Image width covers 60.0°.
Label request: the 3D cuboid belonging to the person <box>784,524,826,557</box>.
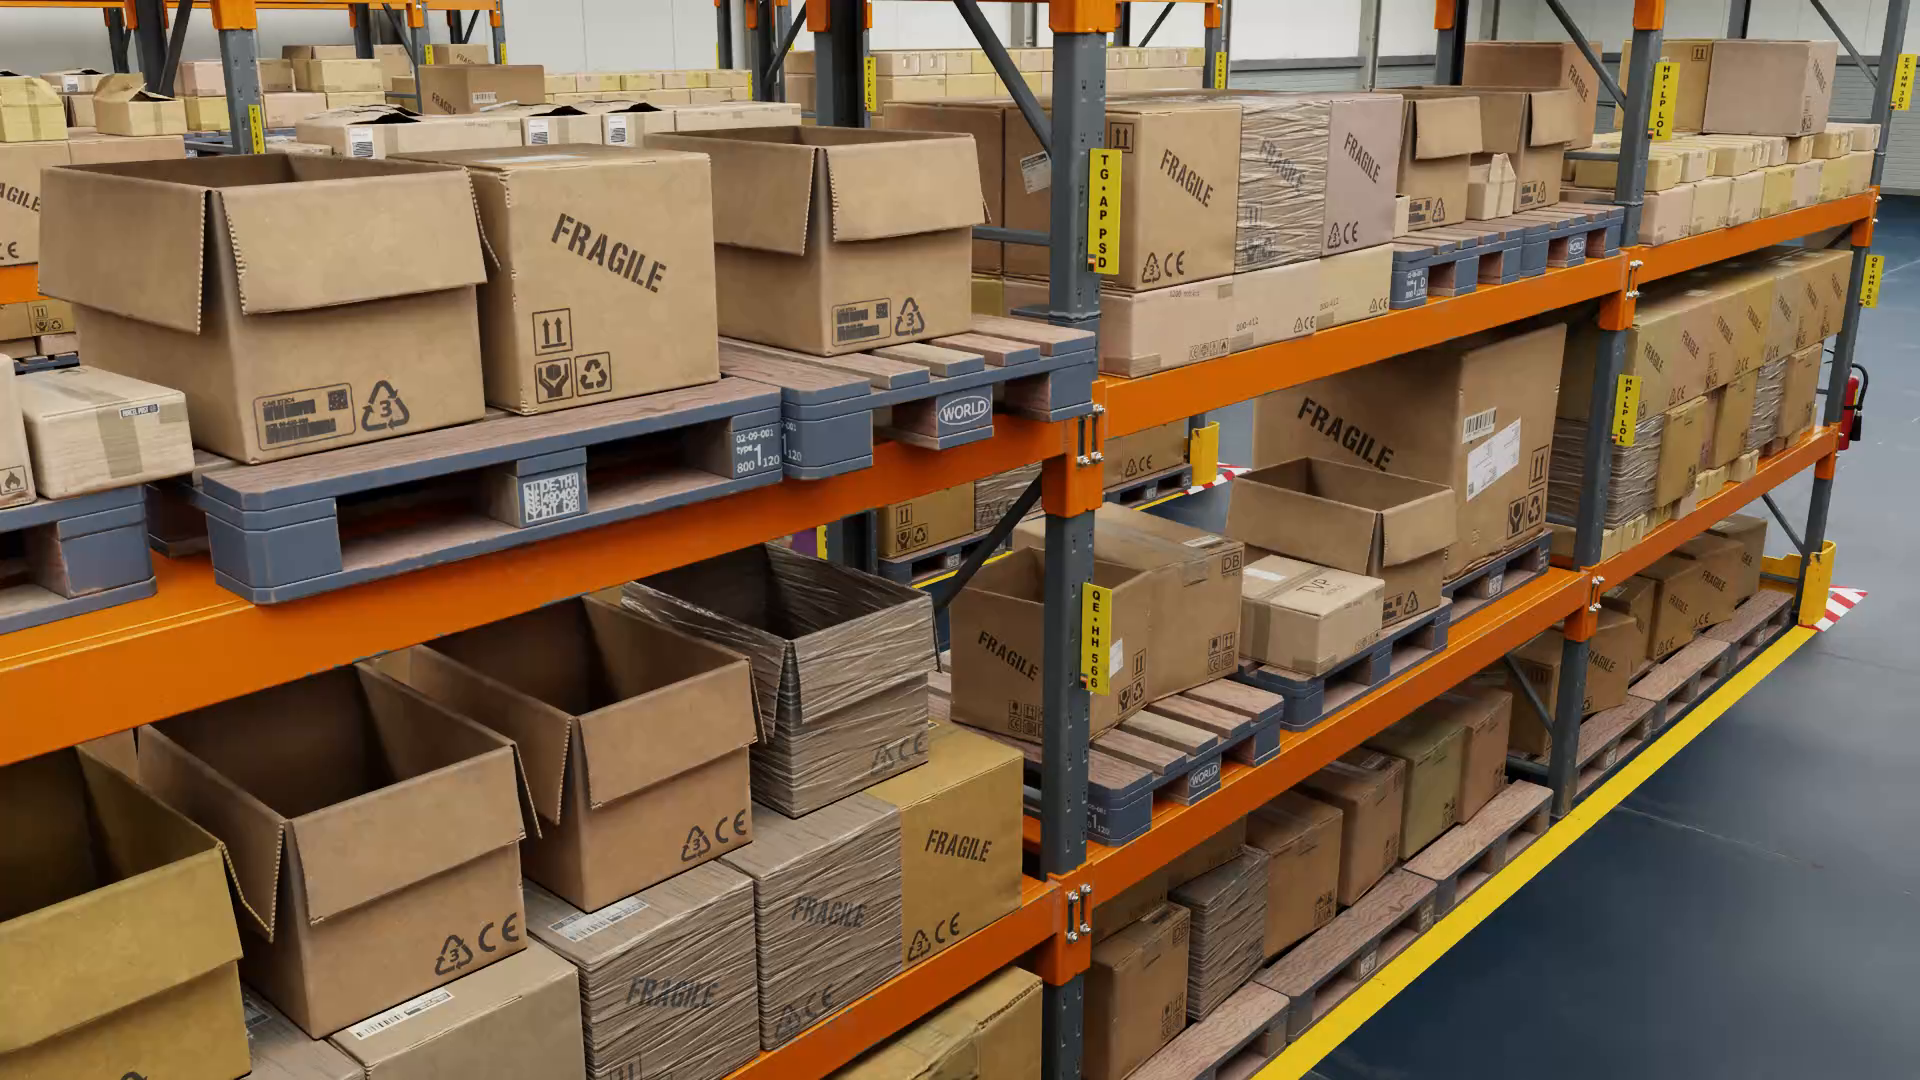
[{"bbox_3d":[-0.825,0.190,9.448,0.484,1.594,0.340,13,22,37],"label":"person"}]
